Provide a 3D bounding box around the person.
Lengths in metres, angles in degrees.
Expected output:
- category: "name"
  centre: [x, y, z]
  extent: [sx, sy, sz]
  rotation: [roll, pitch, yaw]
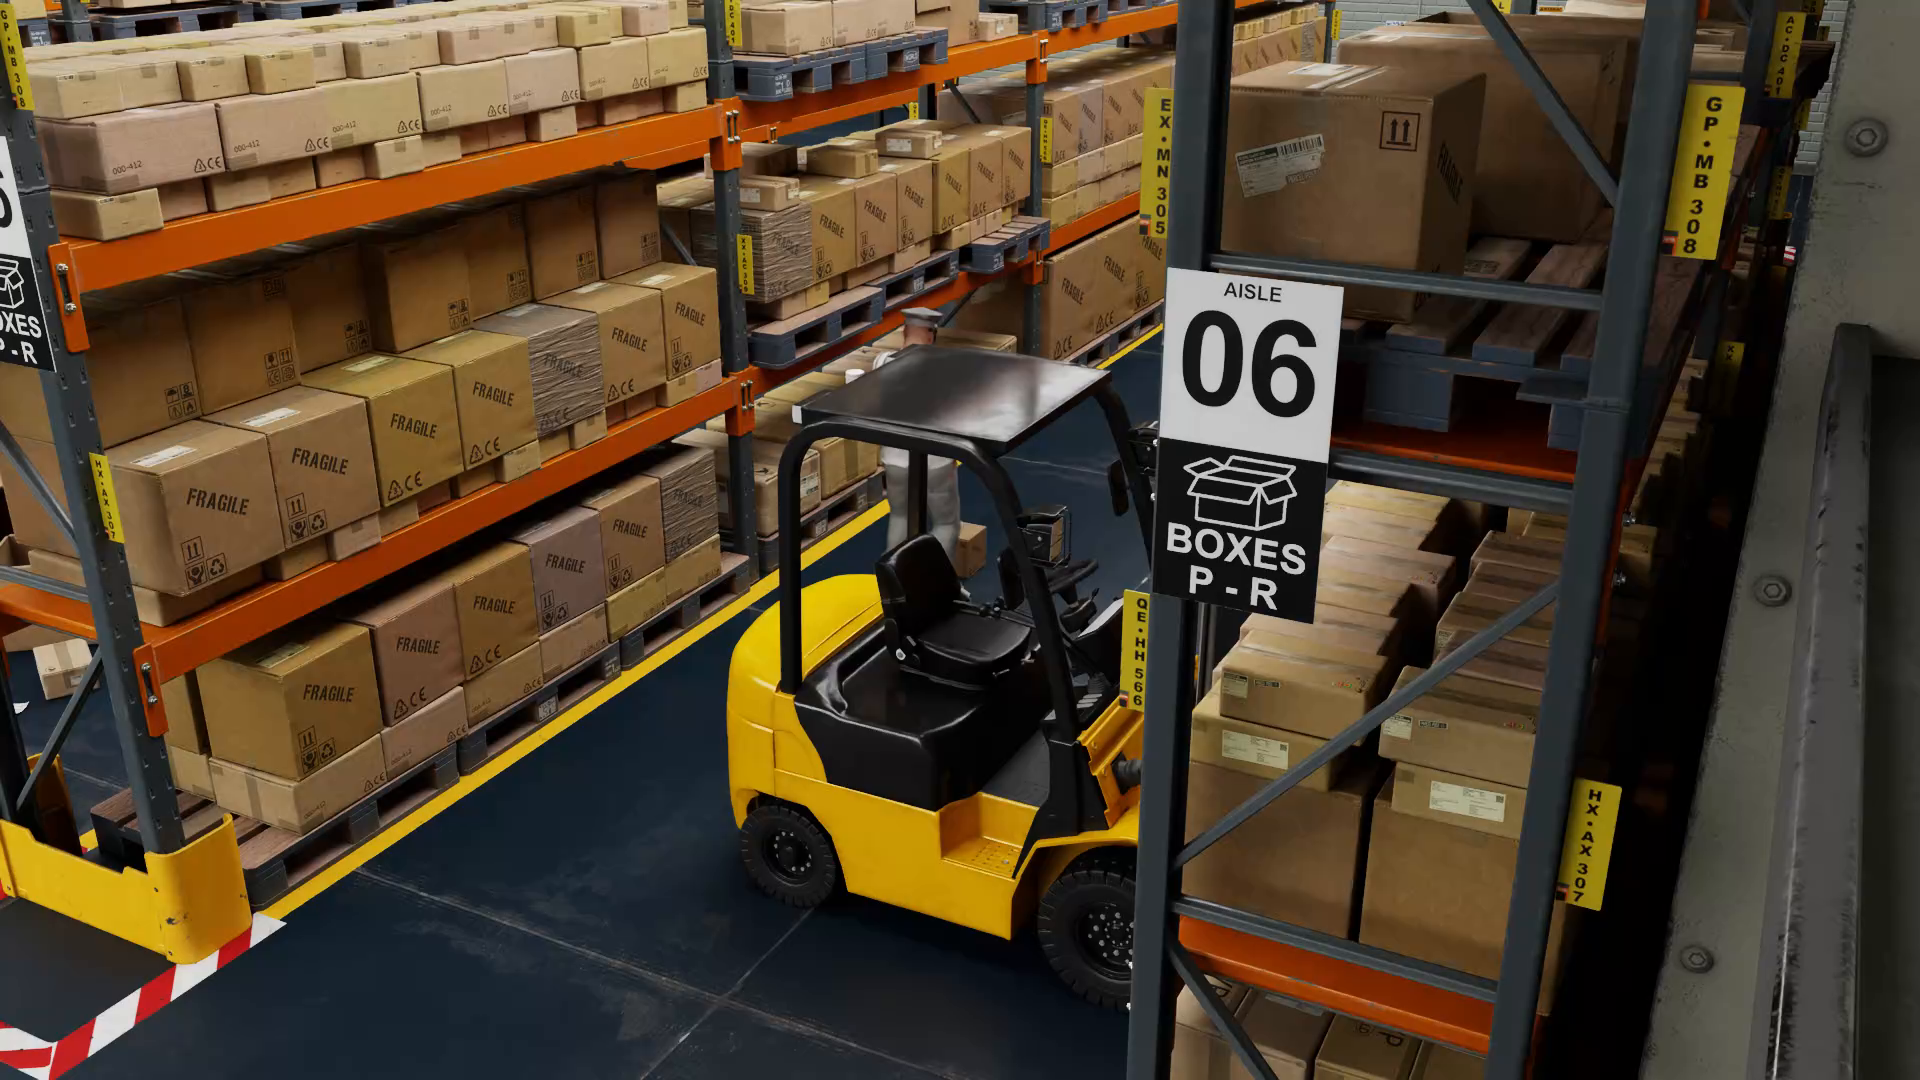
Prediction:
- category: "person"
  centre: [-0.244, -0.453, 9.403]
  extent: [0.541, 1.731, 0.408]
  rotation: [11, 25, 25]
